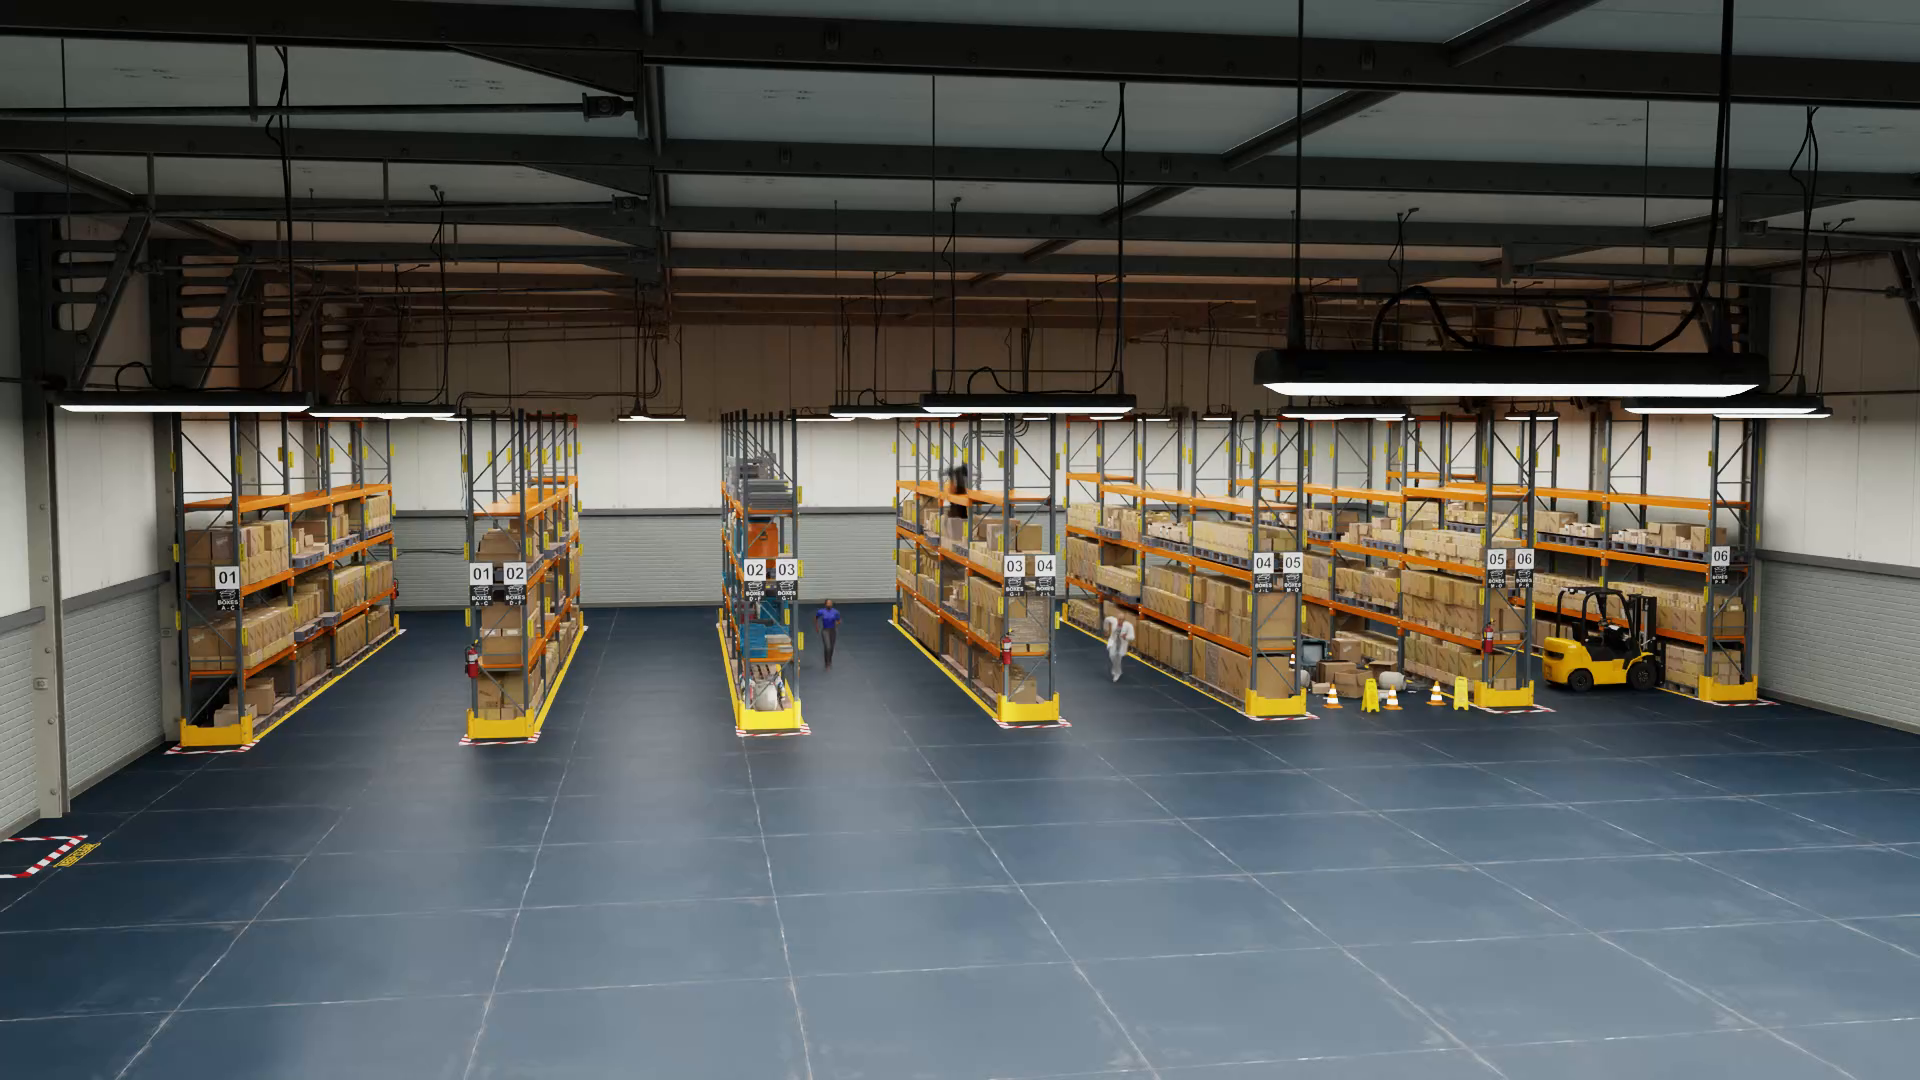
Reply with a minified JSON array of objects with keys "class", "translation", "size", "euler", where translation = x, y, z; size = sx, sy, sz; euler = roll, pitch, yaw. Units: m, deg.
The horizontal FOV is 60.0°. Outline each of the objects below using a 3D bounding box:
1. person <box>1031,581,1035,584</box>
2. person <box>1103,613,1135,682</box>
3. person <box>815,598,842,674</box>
[{"class":"person","translation":[2.180,1.626,46.694],"size":[0.546,1.744,0.848],"euler":[0,4,-3]},{"class":"person","translation":[3.564,2.363,37.281],"size":[0.692,1.566,1.239],"euler":[0,4,4]},{"class":"person","translation":[-3.043,2.194,38.551],"size":[0.597,1.704,0.803],"euler":[-1,4,-19]}]
